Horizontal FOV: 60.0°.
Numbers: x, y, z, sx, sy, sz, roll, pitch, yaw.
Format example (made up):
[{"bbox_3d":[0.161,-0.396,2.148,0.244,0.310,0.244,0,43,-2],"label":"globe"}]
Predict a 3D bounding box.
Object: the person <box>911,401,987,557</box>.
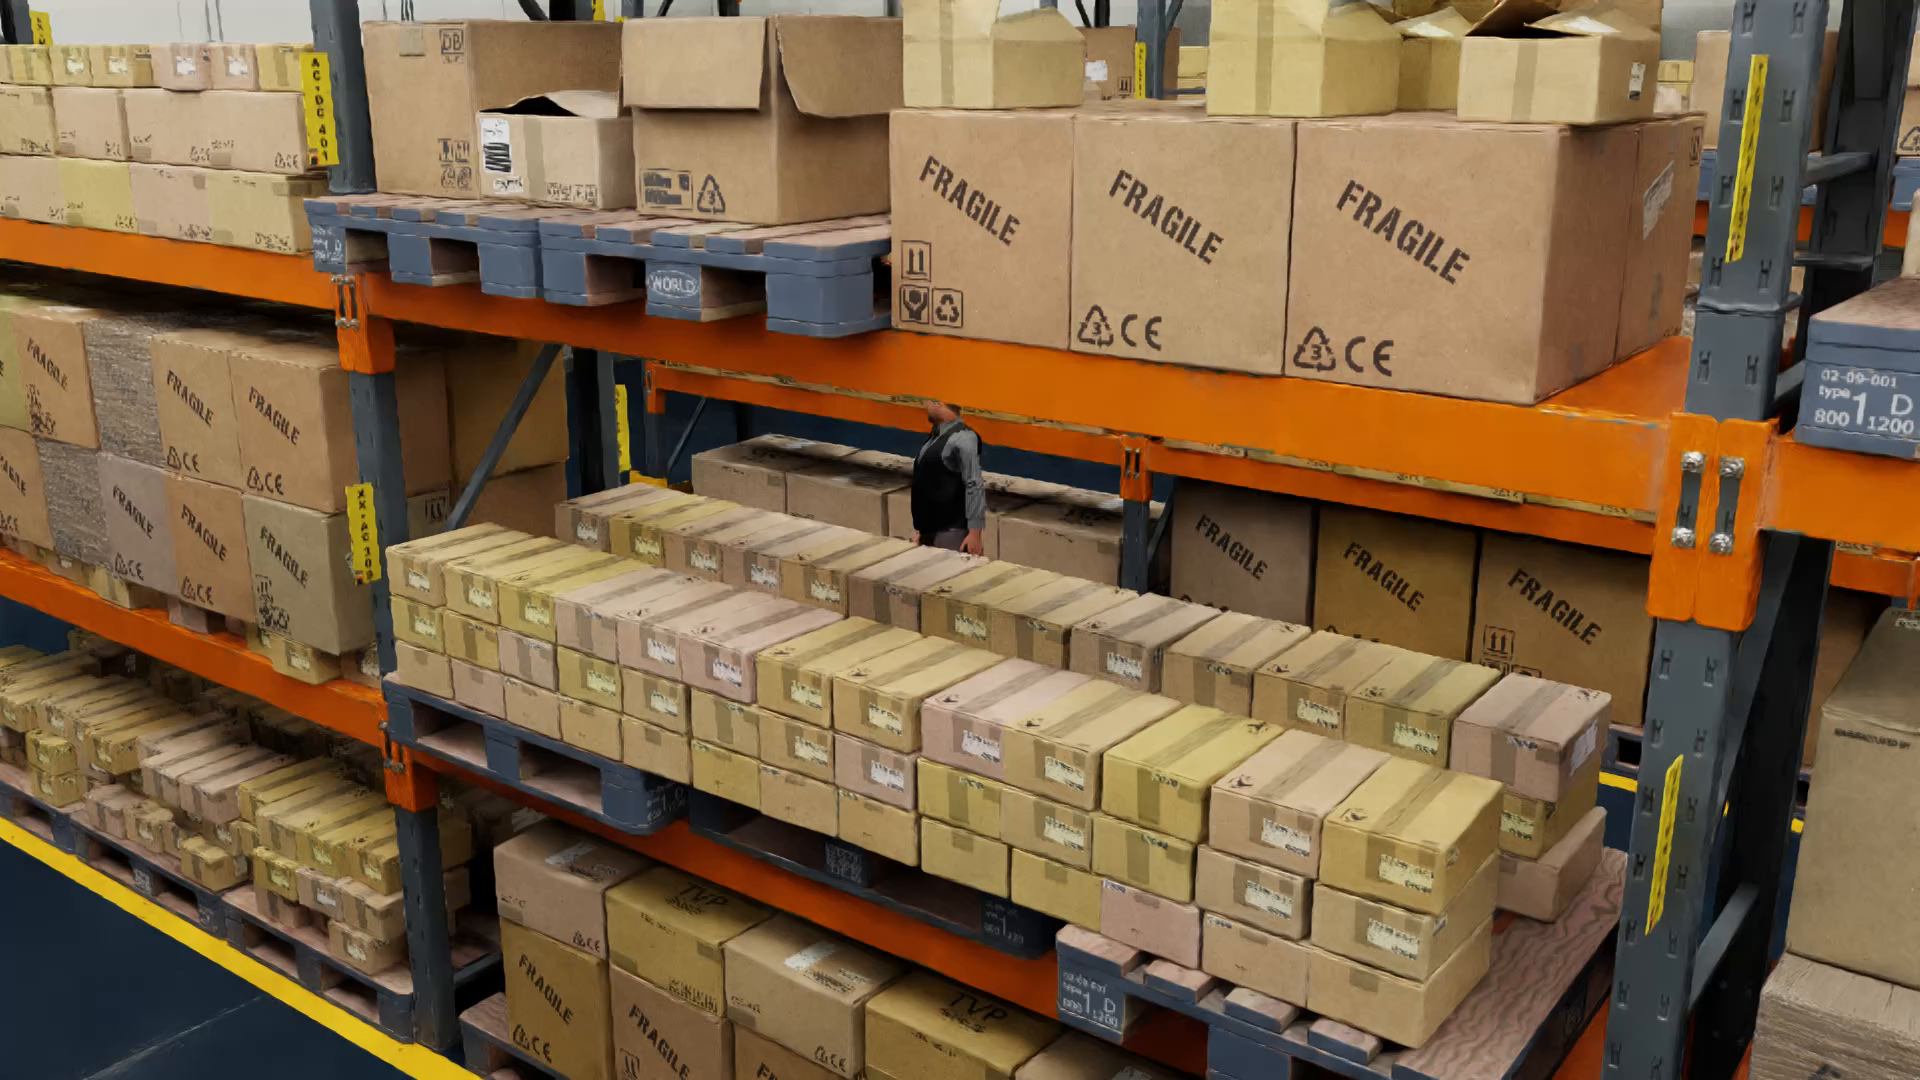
[{"bbox_3d":[-0.060,-0.030,9.233,0.600,1.688,0.645,-9,19,-29],"label":"person"}]
